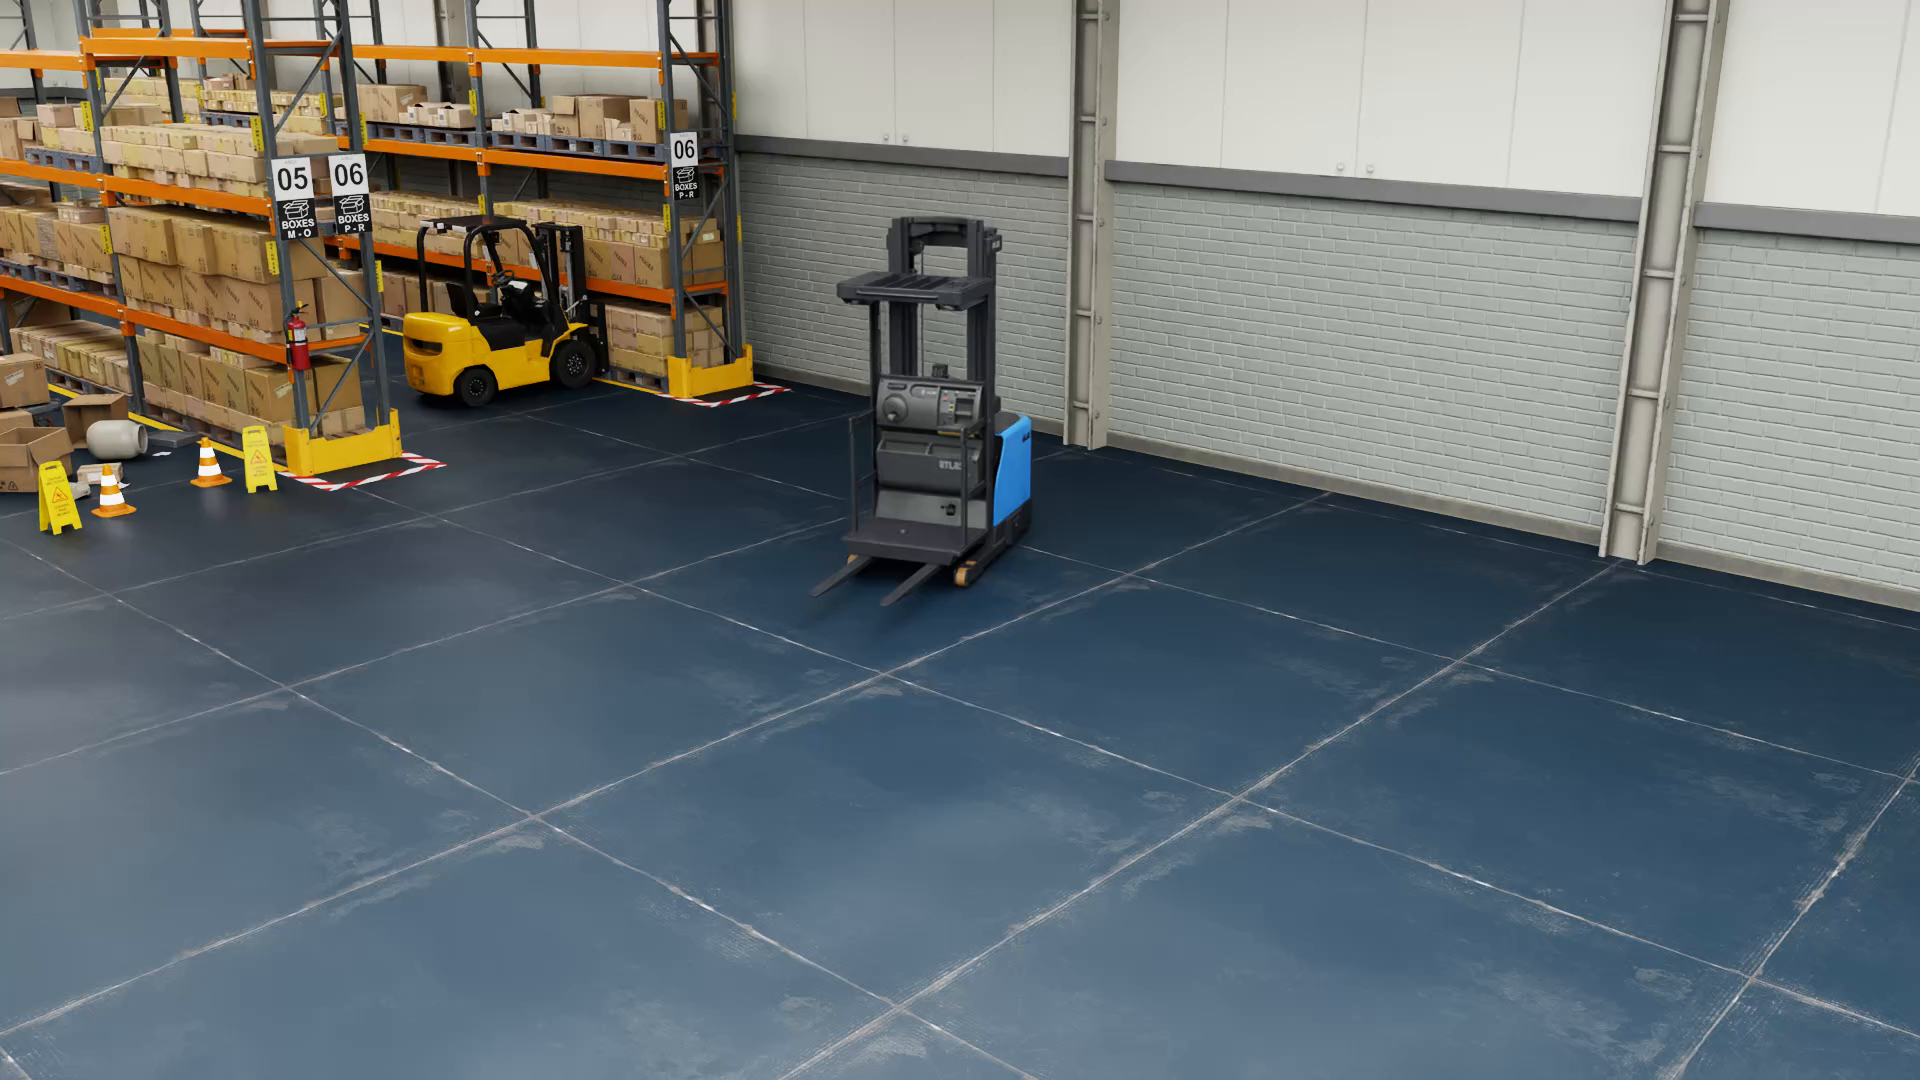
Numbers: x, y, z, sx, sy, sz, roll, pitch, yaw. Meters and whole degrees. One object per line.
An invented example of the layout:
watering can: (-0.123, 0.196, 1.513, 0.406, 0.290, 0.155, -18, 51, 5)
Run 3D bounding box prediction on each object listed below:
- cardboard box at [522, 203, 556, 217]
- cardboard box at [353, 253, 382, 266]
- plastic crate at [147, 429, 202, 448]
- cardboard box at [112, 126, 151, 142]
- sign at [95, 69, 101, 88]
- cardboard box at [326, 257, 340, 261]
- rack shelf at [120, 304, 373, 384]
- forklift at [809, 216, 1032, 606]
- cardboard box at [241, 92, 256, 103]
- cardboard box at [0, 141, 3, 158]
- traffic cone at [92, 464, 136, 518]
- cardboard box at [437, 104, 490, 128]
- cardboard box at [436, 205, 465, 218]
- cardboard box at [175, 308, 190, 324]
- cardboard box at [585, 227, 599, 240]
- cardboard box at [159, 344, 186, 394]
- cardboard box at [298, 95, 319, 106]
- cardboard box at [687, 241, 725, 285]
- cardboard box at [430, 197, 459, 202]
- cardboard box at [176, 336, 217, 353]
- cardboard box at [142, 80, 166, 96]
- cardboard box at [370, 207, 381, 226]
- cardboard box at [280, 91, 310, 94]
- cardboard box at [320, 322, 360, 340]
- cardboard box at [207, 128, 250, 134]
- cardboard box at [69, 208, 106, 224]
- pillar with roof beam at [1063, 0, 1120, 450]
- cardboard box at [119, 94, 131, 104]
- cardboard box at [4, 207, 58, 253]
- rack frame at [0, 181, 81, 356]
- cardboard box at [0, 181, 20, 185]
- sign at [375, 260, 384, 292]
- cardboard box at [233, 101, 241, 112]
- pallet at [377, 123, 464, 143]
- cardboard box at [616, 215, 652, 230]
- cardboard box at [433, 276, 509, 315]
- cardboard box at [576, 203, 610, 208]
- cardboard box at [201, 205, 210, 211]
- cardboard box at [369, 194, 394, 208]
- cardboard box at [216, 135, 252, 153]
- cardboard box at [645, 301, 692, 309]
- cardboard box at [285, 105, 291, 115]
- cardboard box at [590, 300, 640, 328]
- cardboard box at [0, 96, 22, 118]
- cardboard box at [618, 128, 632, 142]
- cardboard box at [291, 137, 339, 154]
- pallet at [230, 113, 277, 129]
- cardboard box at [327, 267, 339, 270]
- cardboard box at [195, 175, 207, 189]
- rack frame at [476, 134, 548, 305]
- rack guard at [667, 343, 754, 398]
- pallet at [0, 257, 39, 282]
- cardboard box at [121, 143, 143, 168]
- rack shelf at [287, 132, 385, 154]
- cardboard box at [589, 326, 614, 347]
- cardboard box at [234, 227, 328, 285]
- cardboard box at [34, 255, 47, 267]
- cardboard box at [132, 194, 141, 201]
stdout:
cardboard box: (-5.670, -4.441, 22.416, 0.250, 0.149, 0.380, 14, 23, 38)
cardboard box: (-9.520, -4.510, 26.729, 0.250, 0.149, 0.380, 16, 24, 41)
plastic crate: (-8.826, -1.138, 18.566, 0.583, 0.080, 0.402, 7, 19, 21)
cardboard box: (-9.223, -4.538, 18.590, 0.250, 0.149, 0.380, 16, 24, 41)
sign: (-15.499, -8.287, 29.862, 0.005, 0.325, 0.100, 15, 23, 39)
cardboard box: (-9.918, -4.365, 26.273, 0.250, 0.149, 0.380, 14, 22, 36)
rack shelf: (-7.960, -2.286, 18.546, 4.000, 0.370, 1.077, 15, 23, 39)
forklift: (-0.335, -1.145, 13.875, 1.130, 2.935, 3.031, 7, 19, 20)
cardboard box: (-11.206, -7.058, 26.497, 0.250, 0.149, 0.380, 15, 23, 40)
cardboard box: (-12.134, -5.046, 21.317, 0.258, 0.266, 0.396, 15, 23, 39)
traffic cone: (-8.125, -0.493, 15.901, 0.334, 0.463, 0.336, 15, 23, 39)
cardboard box: (-6.867, -5.880, 23.008, 0.500, 0.311, 0.500, 14, 22, 38)
cardboard box: (-7.205, -4.661, 23.602, 0.250, 0.149, 0.380, 14, 22, 38)
cardboard box: (-8.483, -2.516, 18.496, 0.250, 0.149, 0.380, 15, 23, 40)
cardboard box: (-4.593, -3.966, 21.413, 0.250, 0.149, 0.380, 15, 23, 40)
cardboard box: (-8.786, -1.993, 19.045, 0.500, 0.500, 0.500, 16, 24, 41)
cardboard box: (-9.968, -6.768, 25.618, 0.250, 0.149, 0.380, 14, 22, 37)
cardboard box: (-3.358, -3.561, 21.209, 0.500, 0.500, 0.500, 16, 24, 41)
cardboard box: (-7.617, -4.991, 24.641, 0.250, 0.149, 0.380, 16, 24, 41)
cardboard box: (-8.551, -2.212, 18.663, 0.250, 0.149, 0.380, 17, 24, 42)
cardboard box: (-13.833, -7.852, 28.865, 0.500, 0.250, 0.500, 16, 24, 41)
cardboard box: (-8.612, -4.879, 24.948, 0.500, 0.250, 0.500, 16, 24, 41)
cardboard box: (-10.676, -7.123, 26.702, 0.250, 0.149, 0.380, 16, 23, 41)
cardboard box: (-6.581, -2.223, 17.572, 0.250, 0.149, 0.380, 15, 23, 39)
cardboard box: (-8.059, -4.461, 18.348, 0.250, 0.149, 0.380, 15, 23, 40)
cardboard box: (-10.475, -3.906, 20.038, 0.250, 0.149, 0.380, 14, 22, 38)
pillar with roof beam: (-1.465, -4.376, 14.023, 0.400, 9.000, 9.100, 15, 23, 39)
cardboard box: (-14.595, -7.815, 29.577, 0.500, 0.250, 0.500, 16, 23, 40)
cardboard box: (-11.870, -3.978, 21.335, 0.500, 0.500, 0.500, 17, 24, 42)
rack frame: (-12.448, -3.834, 22.233, 0.127, 3.000, 1.000, 15, 23, 39)
cardboard box: (-13.408, -4.717, 23.198, 0.500, 0.500, 0.500, 16, 24, 41)
sign: (-6.104, -2.763, 17.427, 0.005, 0.325, 0.100, 15, 23, 39)
cardboard box: (-11.423, -6.964, 26.693, 0.250, 0.149, 0.380, 15, 23, 39)
pallet: (-7.751, -5.957, 24.278, 1.213, 0.211, 1.003, 16, 24, 42)
cardboard box: (-4.136, -4.030, 21.121, 0.250, 0.149, 0.380, 15, 23, 40)
cardboard box: (-7.137, -3.482, 24.357, 0.625, 0.625, 0.875, 15, 23, 39)
cardboard box: (-4.948, -4.455, 22.460, 0.250, 0.149, 0.380, 15, 23, 38)
cardboard box: (-12.763, -5.695, 28.513, 0.250, 0.149, 0.380, 16, 24, 41)
cardboard box: (-8.703, -5.085, 24.937, 0.250, 0.149, 0.380, 16, 24, 41)
cardboard box: (-7.439, -4.089, 17.175, 0.250, 0.149, 0.380, 15, 23, 40)
cardboard box: (-3.782, -2.956, 21.666, 0.500, 0.250, 0.500, 15, 23, 39)
cardboard box: (-10.310, -6.739, 26.017, 0.250, 0.149, 0.380, 15, 23, 40)
cardboard box: (-4.494, -2.939, 21.614, 0.500, 0.250, 0.500, 15, 23, 40)
cardboard box: (-12.830, -5.554, 21.831, 0.637, 0.503, 0.797, 13, 22, 36)
cardboard box: (-3.994, -5.007, 20.526, 0.250, 0.149, 0.380, 14, 22, 38)
cardboard box: (-6.595, -4.035, 17.005, 0.250, 0.149, 0.380, 15, 23, 39)
pallet: (-10.929, -6.746, 26.762, 1.003, 0.211, 1.213, 15, 23, 39)
cardboard box: (-7.024, -2.678, 17.934, 0.500, 0.500, 0.500, 16, 24, 41)
cardboard box: (-7.856, -3.809, 17.612, 0.250, 0.149, 0.380, 14, 22, 38)
rack frame: (-6.164, -4.154, 23.243, 0.127, 3.000, 1.000, 15, 23, 39)
rack guard: (-3.154, -2.155, 21.075, 0.348, 0.500, 1.175, 15, 23, 39)
pallet: (-11.844, -3.623, 21.887, 1.003, 0.211, 1.213, 15, 23, 39)
cardboard box: (-8.917, -4.279, 18.433, 0.500, 0.250, 0.500, 15, 23, 39)
rack shelf: (-10.652, -6.446, 26.694, 4.000, 0.370, 1.077, 15, 23, 39)
cardboard box: (-4.512, -2.708, 21.711, 0.500, 0.250, 0.500, 14, 23, 38)
cardboard box: (-6.991, -2.947, 17.128, 0.500, 0.500, 0.700, 14, 23, 38)
cardboard box: (-11.541, -3.586, 21.175, 0.380, 0.149, 0.250, -17, 24, -42)
cardboard box: (-14.855, -6.275, 30.342, 0.250, 0.149, 0.380, 16, 23, 41)
